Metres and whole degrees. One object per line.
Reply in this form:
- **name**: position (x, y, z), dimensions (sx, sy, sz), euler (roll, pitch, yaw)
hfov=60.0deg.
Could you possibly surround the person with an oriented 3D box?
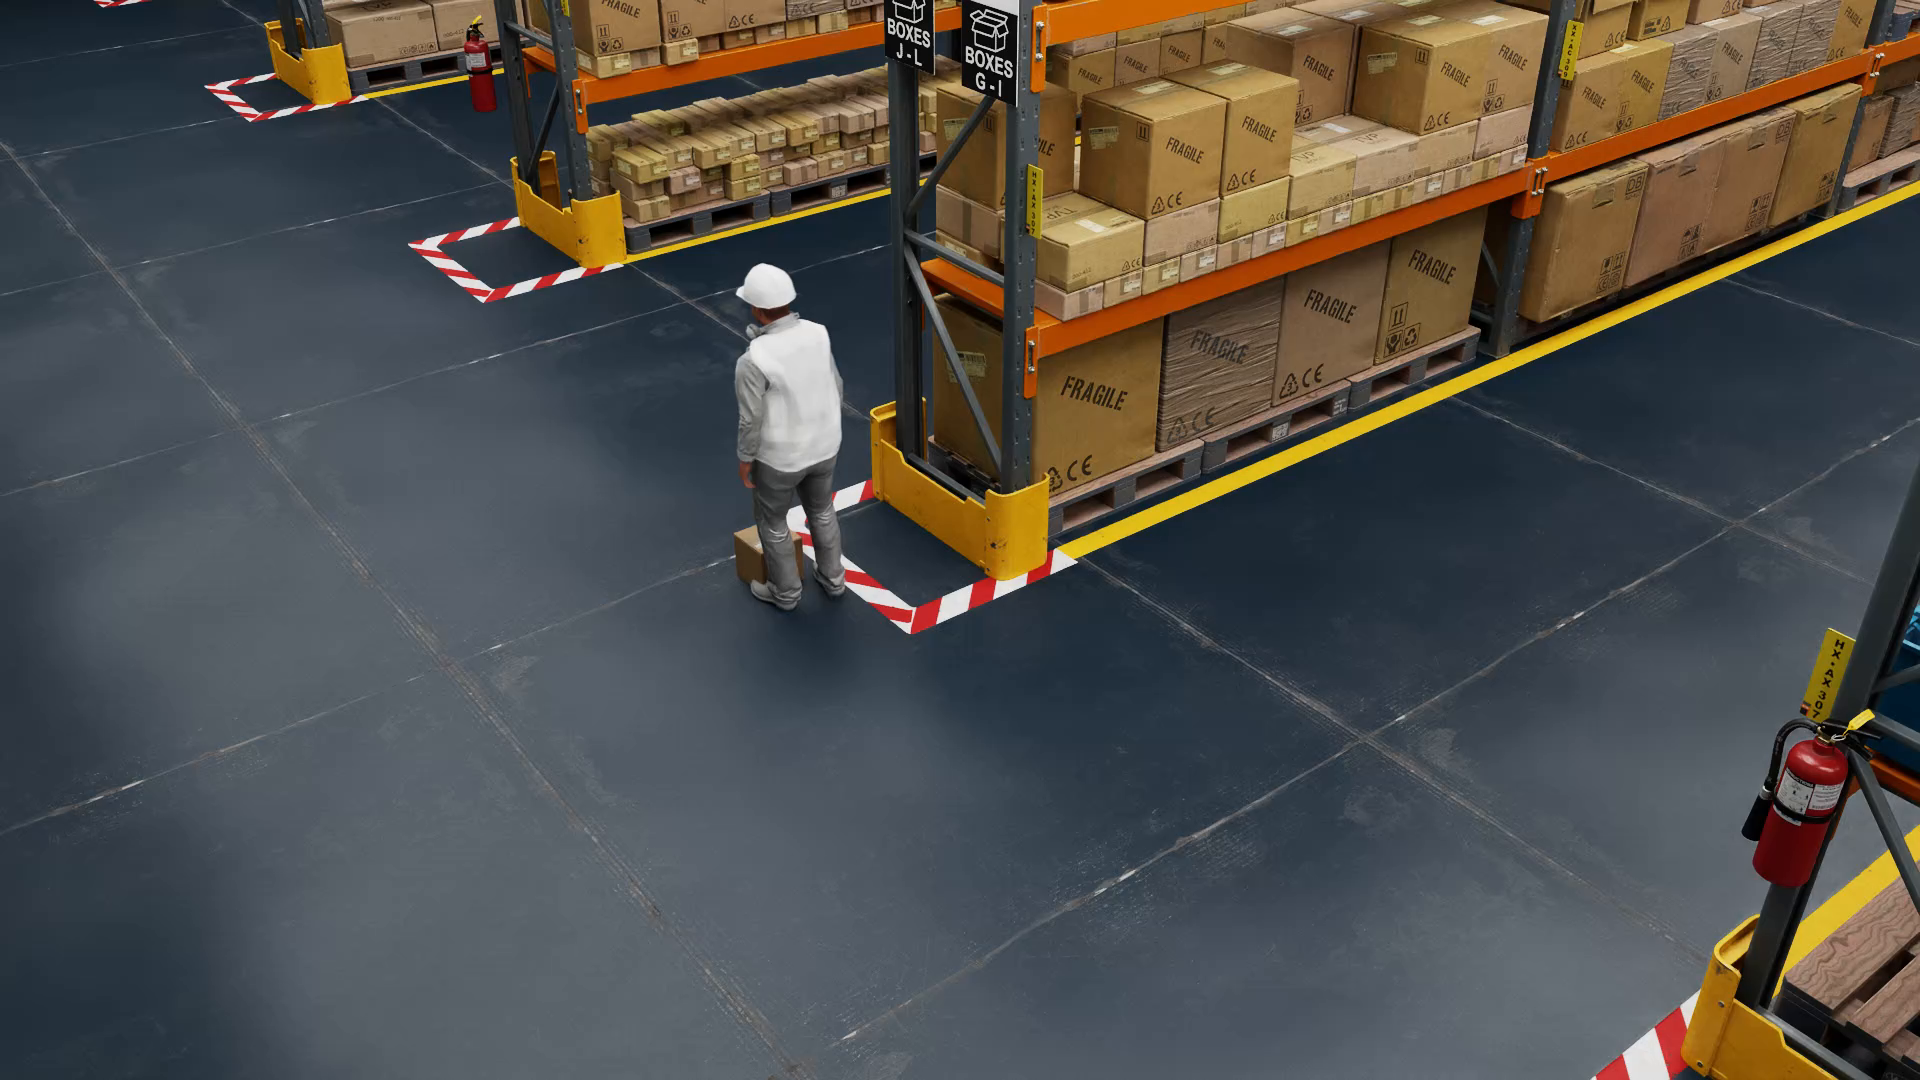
- **person**: position (-0.806, -0.454, 7.843), dimensions (0.586, 1.767, 0.476), euler (-25, 40, -34)
